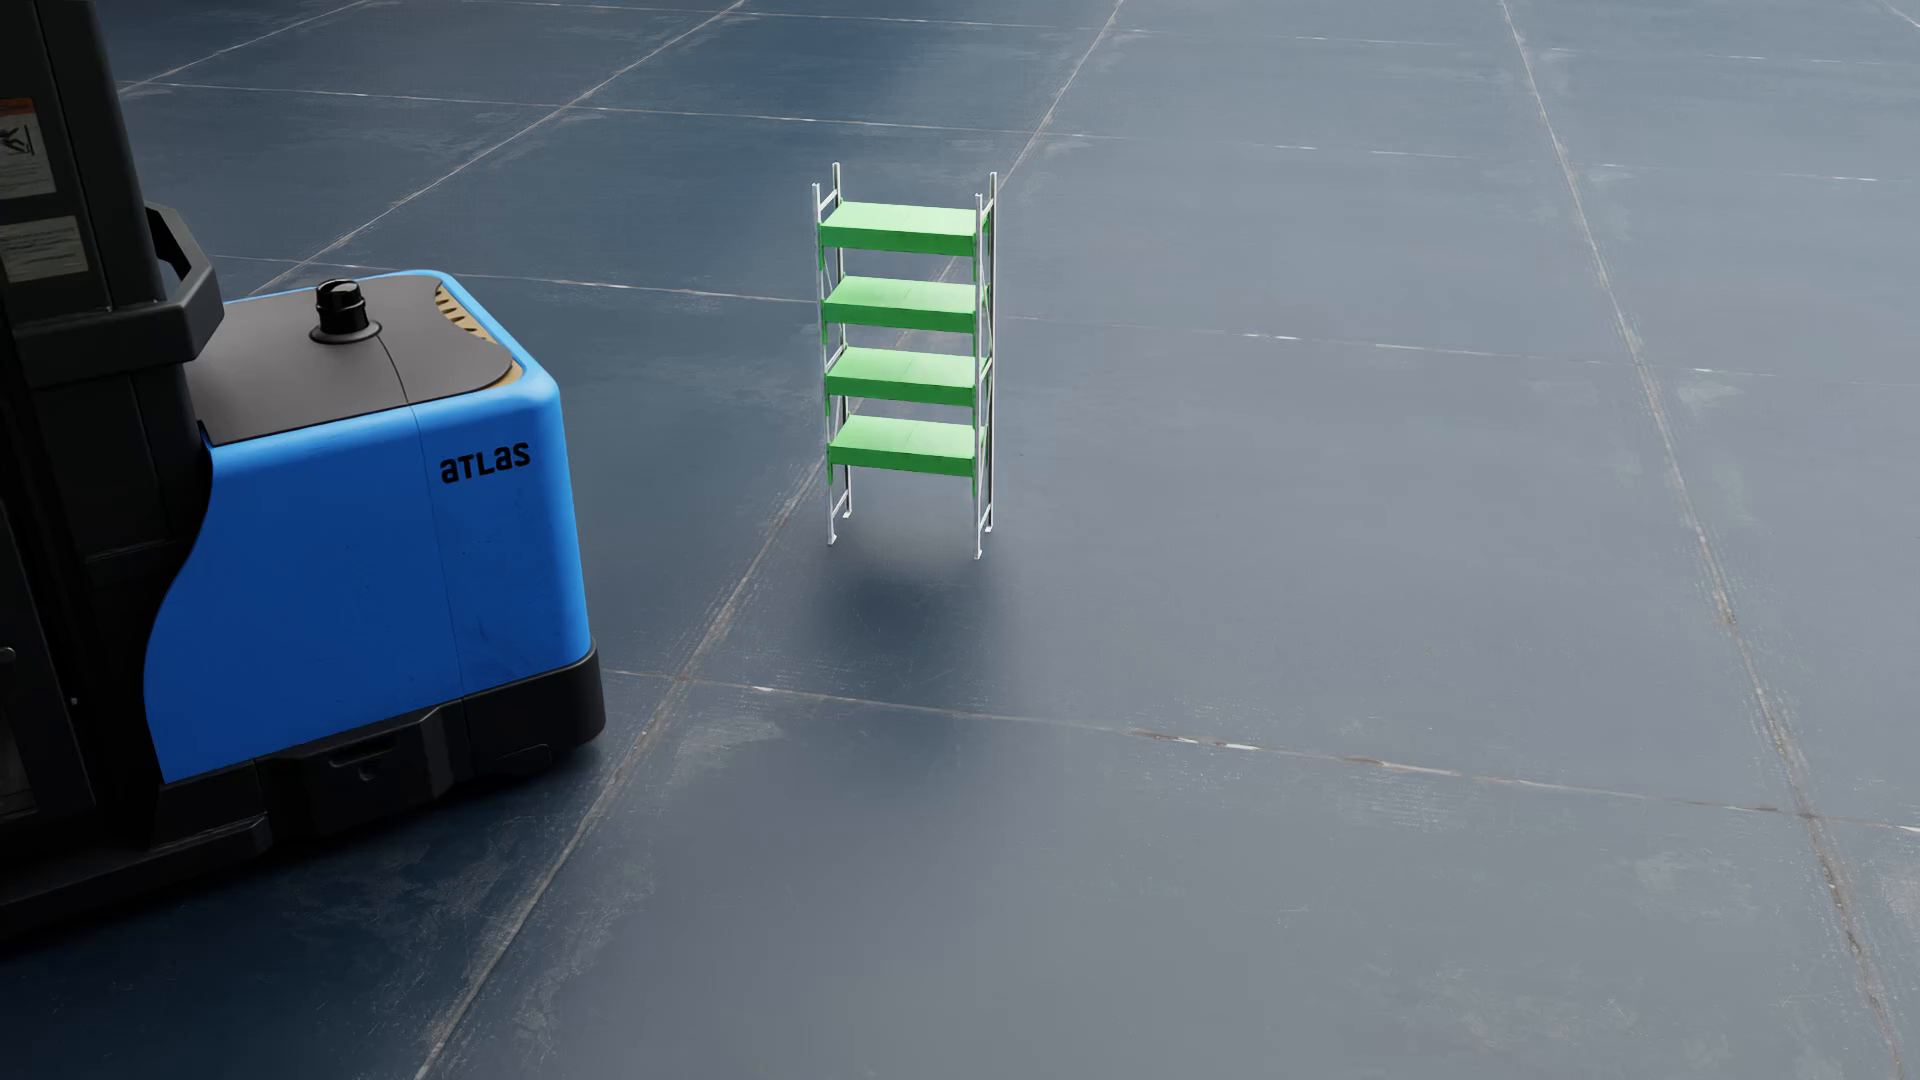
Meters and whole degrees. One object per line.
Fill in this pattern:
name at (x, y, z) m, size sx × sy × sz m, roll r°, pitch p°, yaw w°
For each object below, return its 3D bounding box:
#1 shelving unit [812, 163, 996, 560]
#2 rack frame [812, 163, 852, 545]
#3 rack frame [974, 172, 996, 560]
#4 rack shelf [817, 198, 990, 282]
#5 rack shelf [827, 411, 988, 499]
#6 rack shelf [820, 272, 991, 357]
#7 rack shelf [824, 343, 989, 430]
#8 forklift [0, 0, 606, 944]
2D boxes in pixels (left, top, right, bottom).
shelving unit at (-0.162, -0.543, 5.211) m, size 0.503 × 1.200 × 0.258 m, roll 6°, pitch 29°, yaw 11°
rack frame at (-0.401, -0.567, 5.255) m, size 0.015 × 1.200 × 0.240 m, roll 6°, pitch 29°, yaw 11°
rack frame at (0.077, -0.518, 5.166) m, size 0.015 × 1.200 × 0.240 m, roll 6°, pitch 29°, yaw 11°
rack shelf at (-0.162, -0.908, 5.011) m, size 0.480 × 0.148 × 0.258 m, roll 6°, pitch 29°, yaw 11°
rack shelf at (-0.162, -0.276, 5.357) m, size 0.480 × 0.148 × 0.258 m, roll 6°, pitch 29°, yaw 11°
rack shelf at (-0.162, -0.697, 5.126) m, size 0.480 × 0.148 × 0.258 m, roll 6°, pitch 29°, yaw 11°
rack shelf at (-0.162, -0.487, 5.241) m, size 0.480 × 0.148 × 0.258 m, roll 6°, pitch 29°, yaw 11°
forklift at (-2.470, -0.551, 3.422) m, size 3.031 × 2.935 × 1.130 m, roll -16°, pitch 33°, yaw -27°
